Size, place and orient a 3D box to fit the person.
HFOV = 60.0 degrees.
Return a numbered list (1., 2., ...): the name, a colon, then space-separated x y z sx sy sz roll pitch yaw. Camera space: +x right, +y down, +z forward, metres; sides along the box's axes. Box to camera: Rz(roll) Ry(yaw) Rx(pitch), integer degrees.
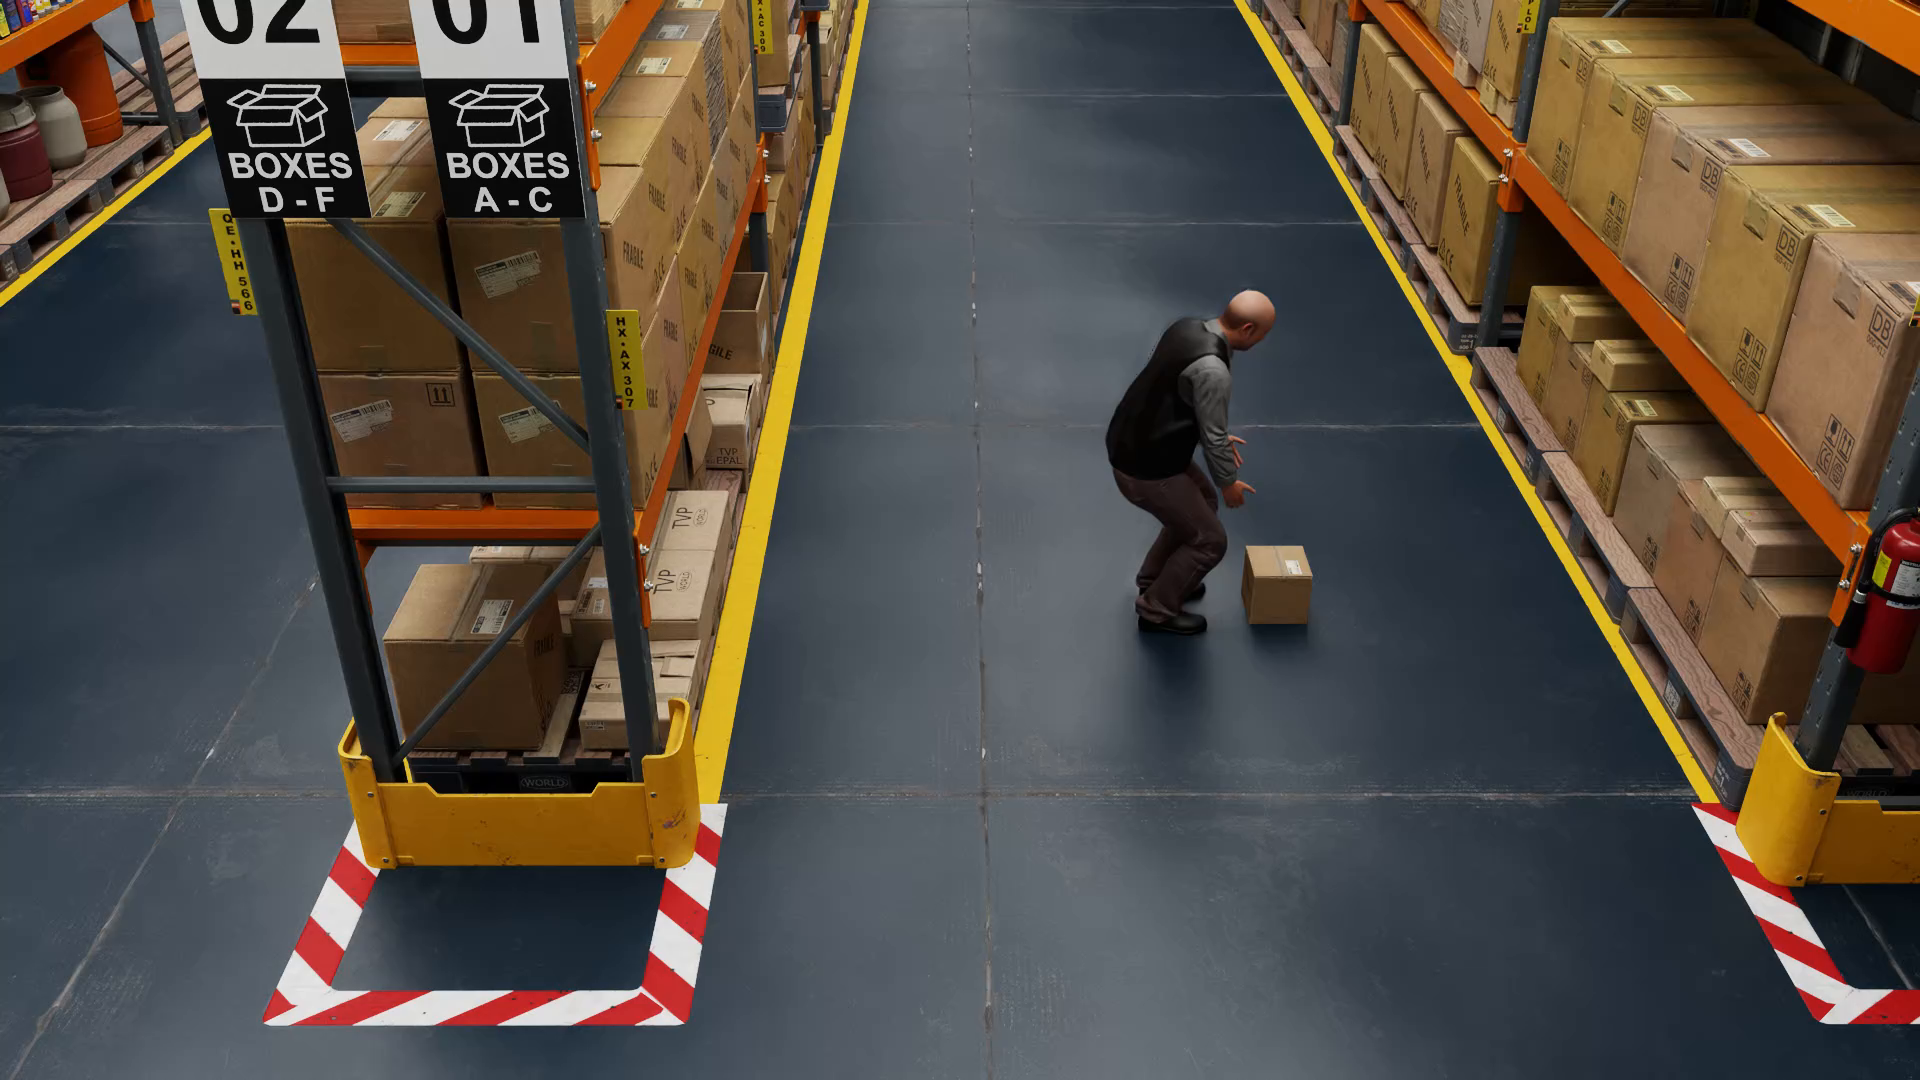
1. person: 0.932 -0.341 6.956 0.648 1.482 0.589 0 31 0
